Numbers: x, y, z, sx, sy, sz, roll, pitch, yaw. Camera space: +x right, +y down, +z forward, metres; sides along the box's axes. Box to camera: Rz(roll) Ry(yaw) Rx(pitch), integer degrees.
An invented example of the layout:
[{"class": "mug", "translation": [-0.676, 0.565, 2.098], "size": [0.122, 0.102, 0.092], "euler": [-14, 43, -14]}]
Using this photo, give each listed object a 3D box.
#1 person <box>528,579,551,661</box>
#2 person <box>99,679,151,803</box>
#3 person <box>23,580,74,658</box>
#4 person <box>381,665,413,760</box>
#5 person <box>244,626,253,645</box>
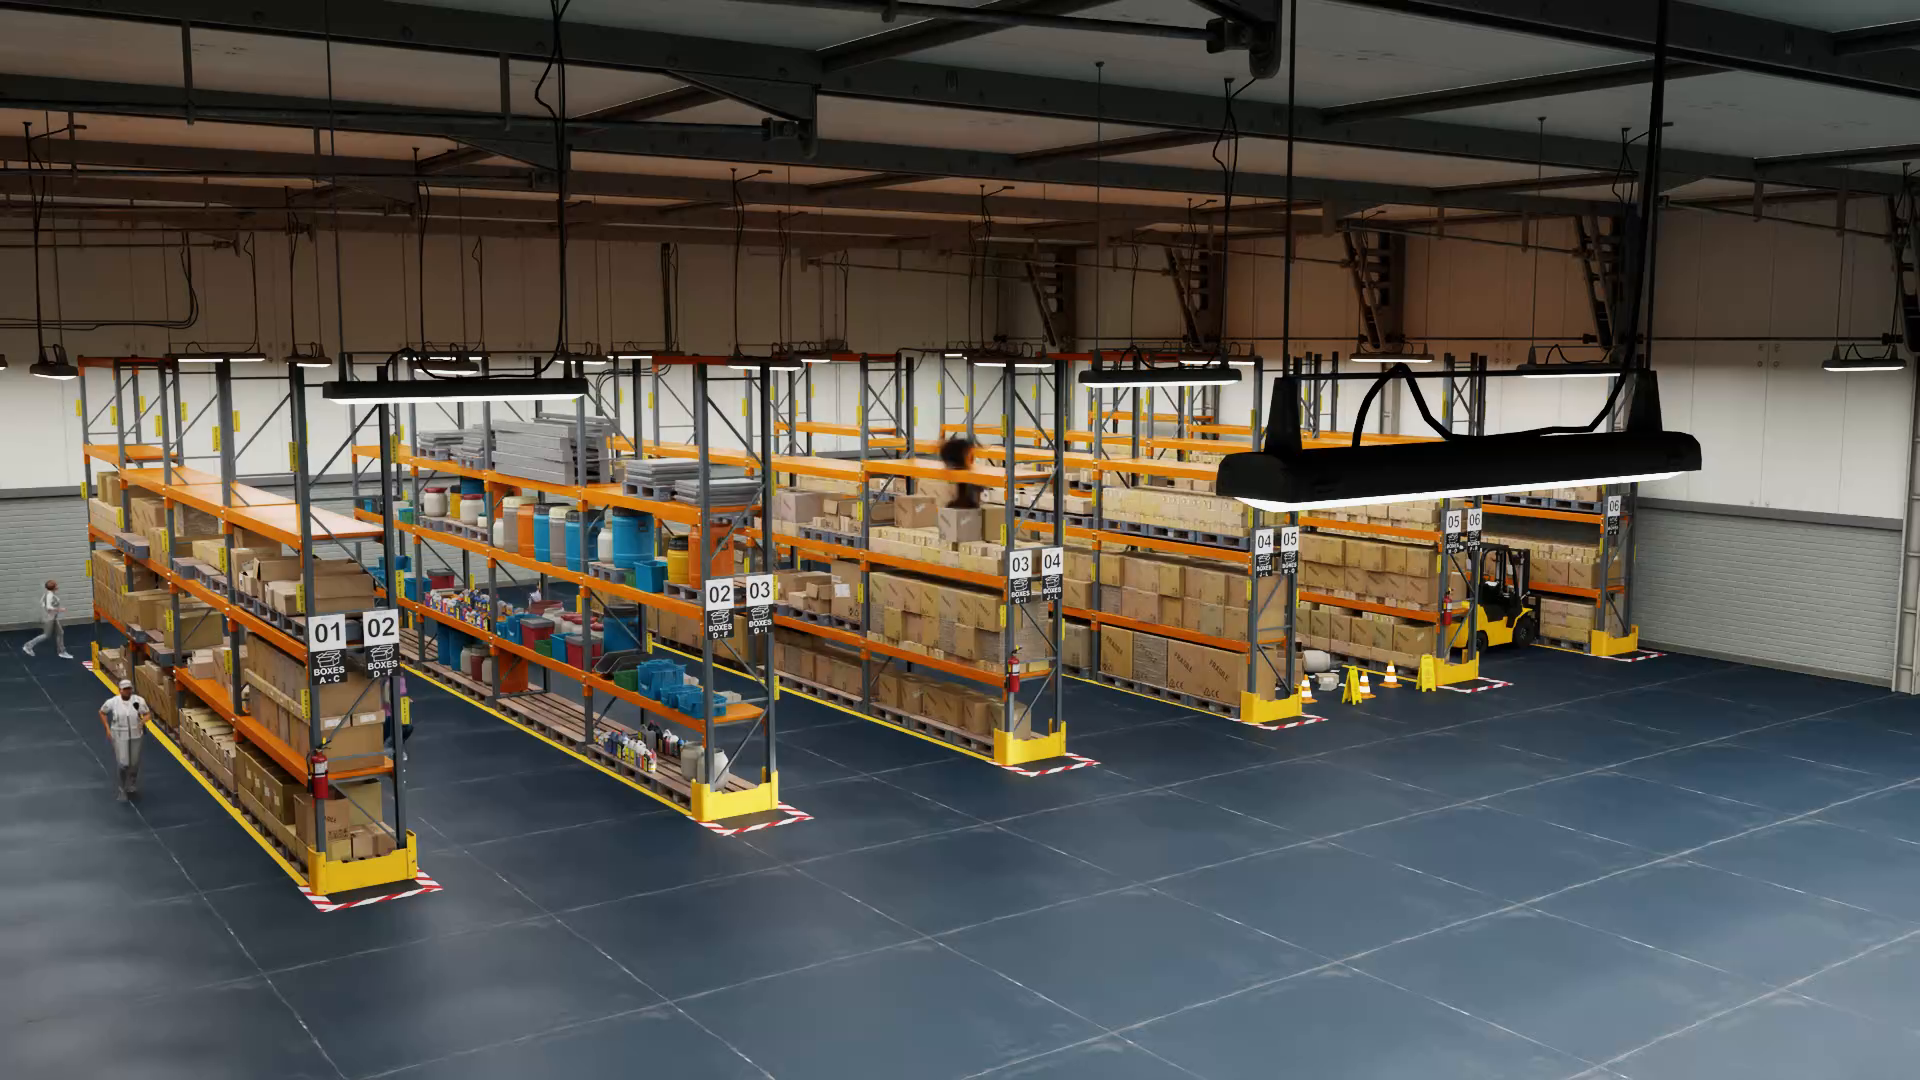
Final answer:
[{"class": "person", "translation": [-8.167, 1.591, 32.333], "size": [0.854, 1.695, 0.578], "euler": [6, 9, 40]}, {"class": "person", "translation": [-11.459, 2.758, 22.904], "size": [0.606, 1.715, 0.725], "euler": [-5, 9, -37]}, {"class": "person", "translation": [-18.016, 1.576, 32.784], "size": [0.871, 1.594, 0.518], "euler": [-3, 8, -26]}, {"class": "person", "translation": [-8.443, 2.583, 24.821], "size": [0.872, 1.472, 0.545], "euler": [4, 8, 31]}, {"class": "person", "translation": [-14.103, 1.532, 32.512], "size": [0.687, 1.755, 0.718], "euler": [6, 9, 42]}]
